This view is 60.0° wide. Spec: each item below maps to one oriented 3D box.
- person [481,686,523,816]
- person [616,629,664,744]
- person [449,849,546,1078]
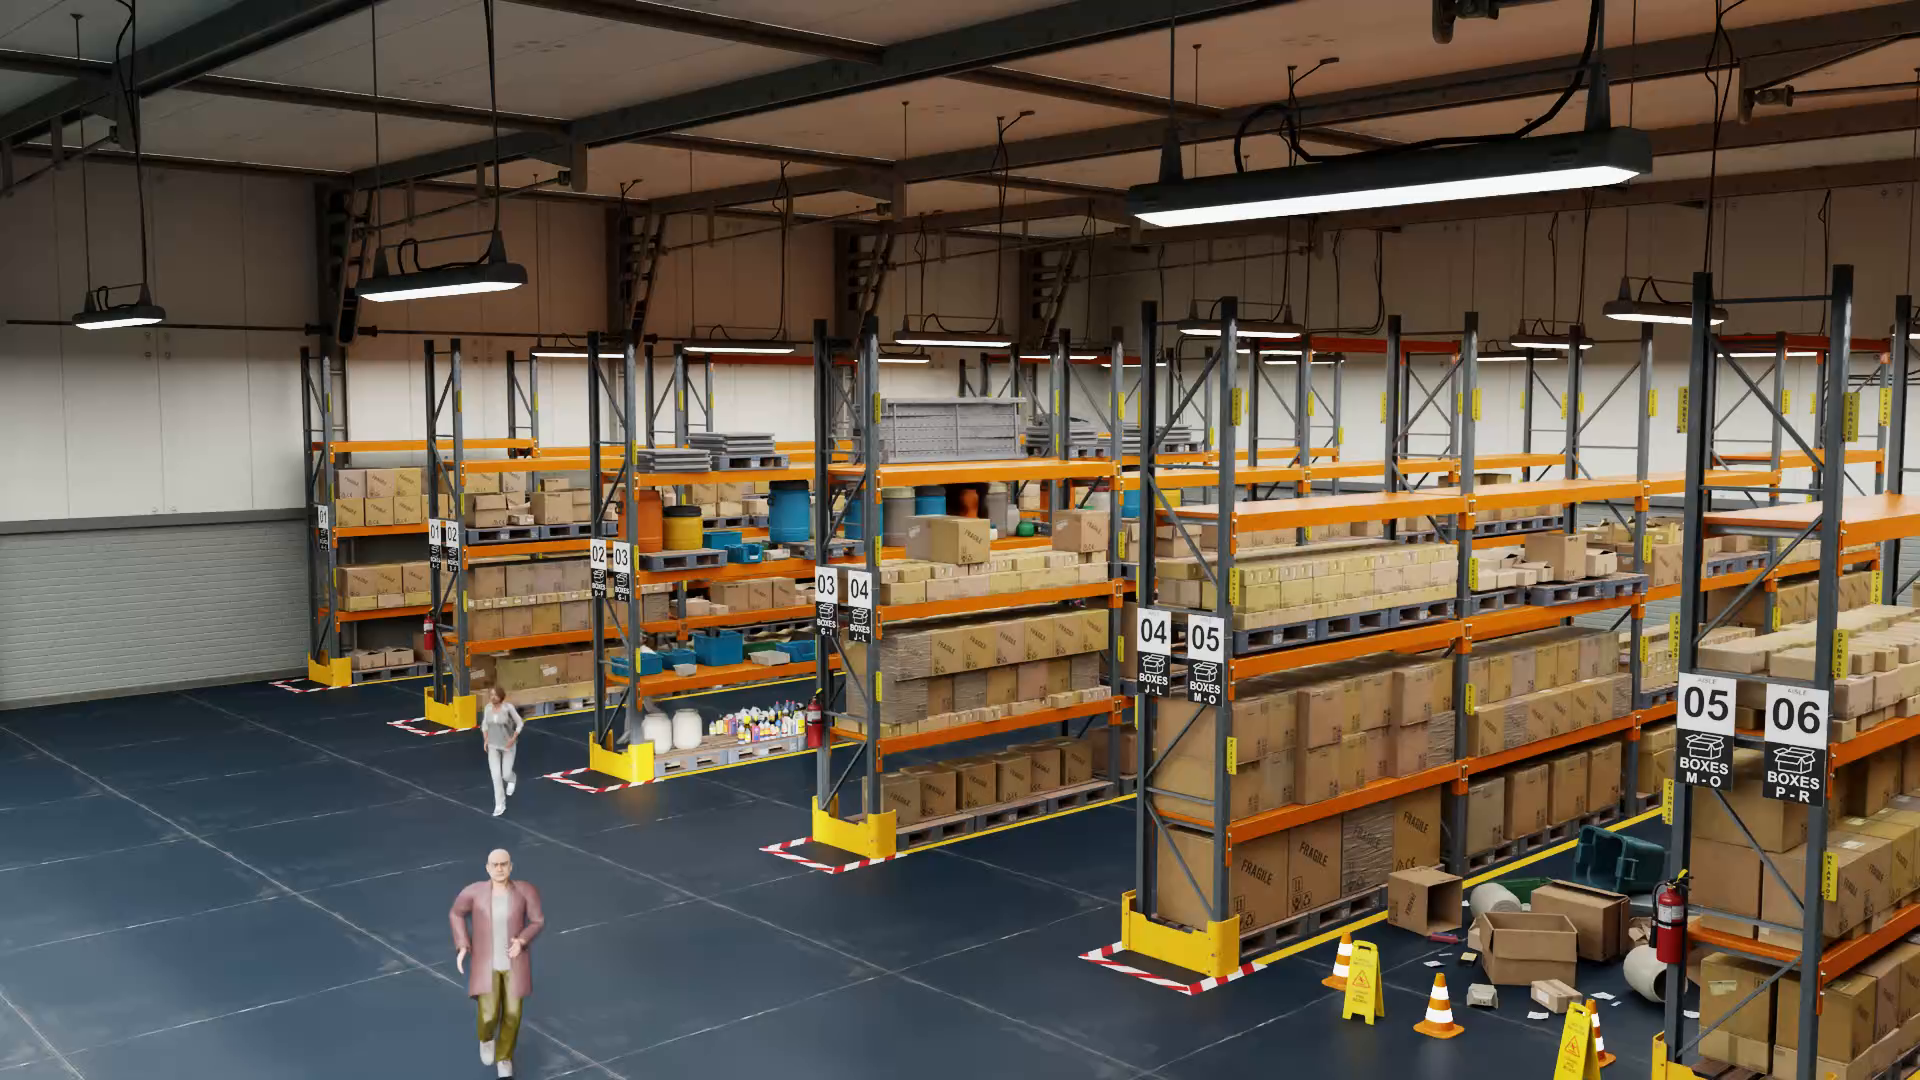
[{"bbox_3d":[-5.665,2.572,20.648,0.529,1.591,0.687,0,5,1],"label":"person"},{"bbox_3d":[-4.728,2.132,24.643,0.611,1.682,0.921,4,6,35],"label":"person"},{"bbox_3d":[-3.459,3.198,12.498,0.699,1.736,0.619,-2,5,-19],"label":"person"}]
